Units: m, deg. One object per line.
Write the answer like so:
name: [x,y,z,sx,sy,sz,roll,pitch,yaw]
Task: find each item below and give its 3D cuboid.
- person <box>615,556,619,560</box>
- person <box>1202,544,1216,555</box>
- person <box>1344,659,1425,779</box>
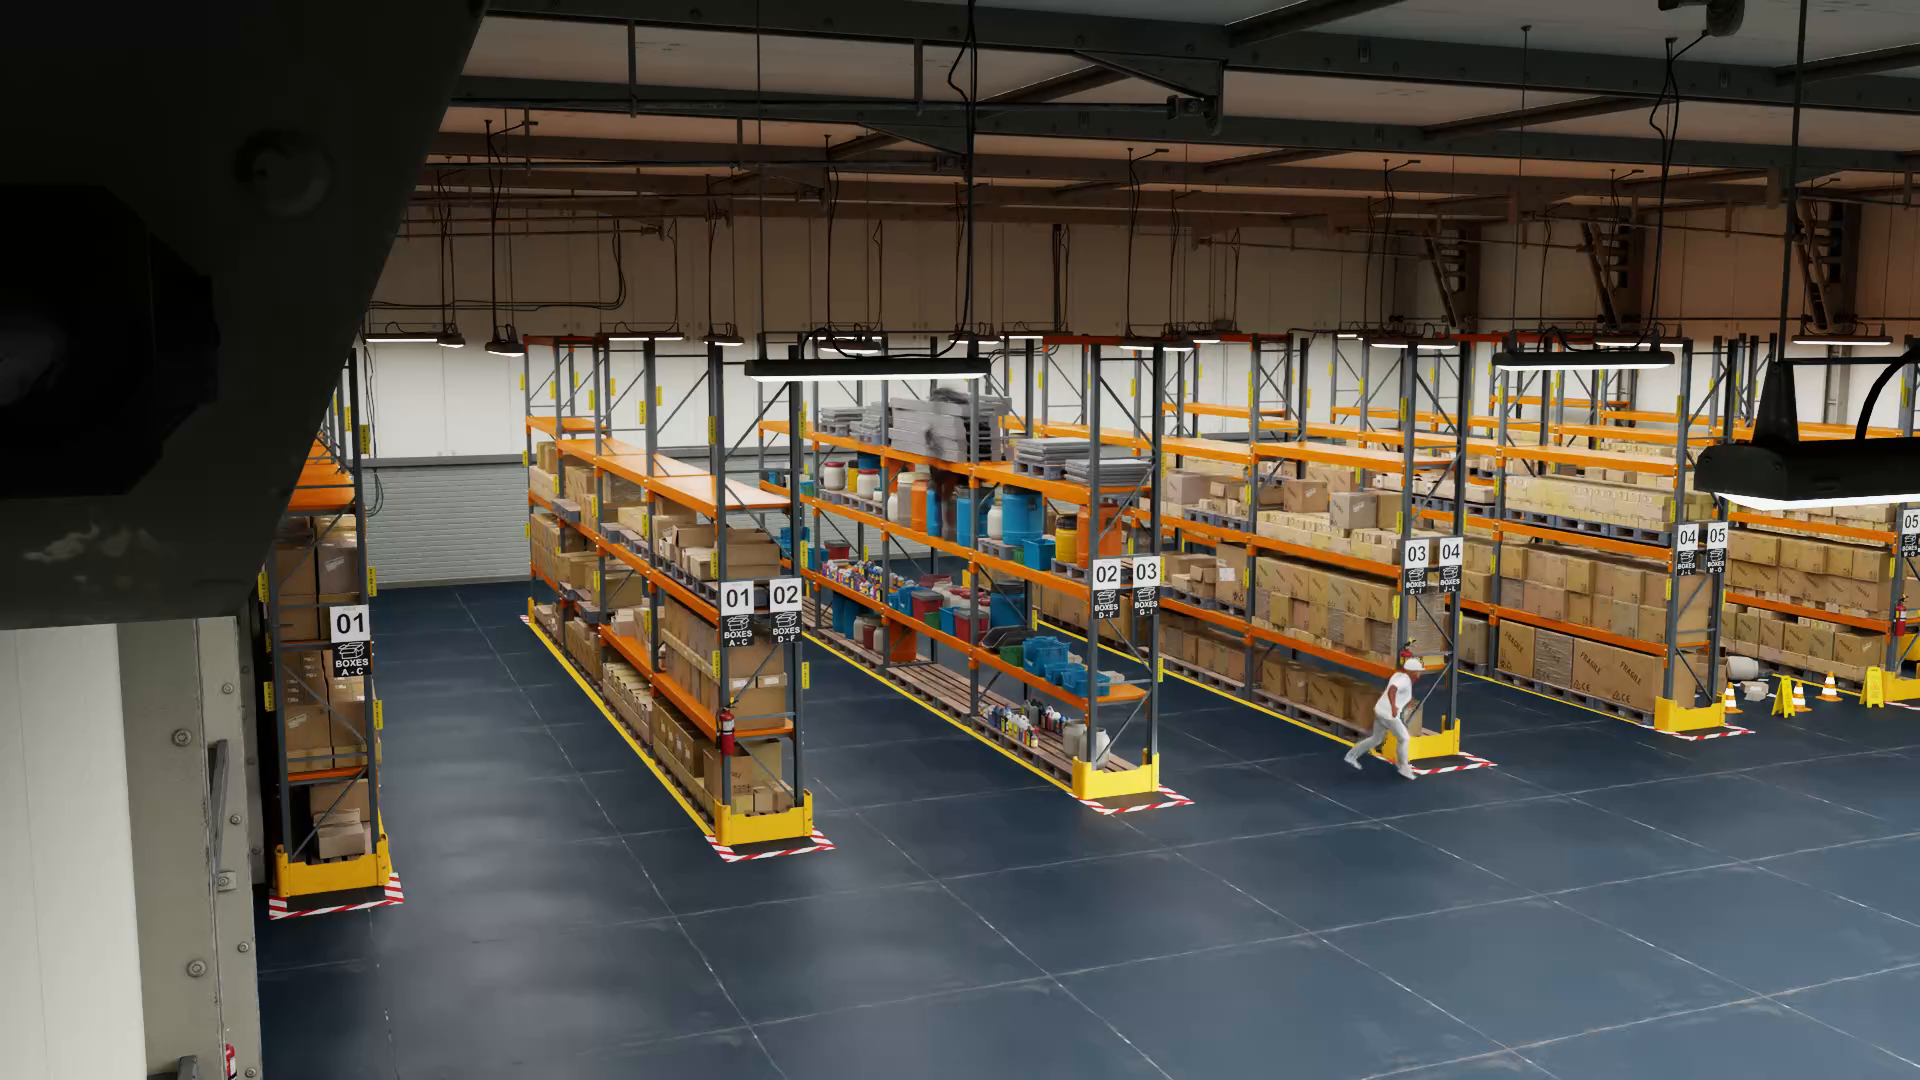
person: [-7.207,0.737,36.053,0.771,1.681,0.639,1,8,10]
person: [6.492,-0.197,43.096,0.571,1.613,0.665,7,11,44]
person: [5.856,2.481,22.951,1.060,1.715,0.746,1,8,6]
